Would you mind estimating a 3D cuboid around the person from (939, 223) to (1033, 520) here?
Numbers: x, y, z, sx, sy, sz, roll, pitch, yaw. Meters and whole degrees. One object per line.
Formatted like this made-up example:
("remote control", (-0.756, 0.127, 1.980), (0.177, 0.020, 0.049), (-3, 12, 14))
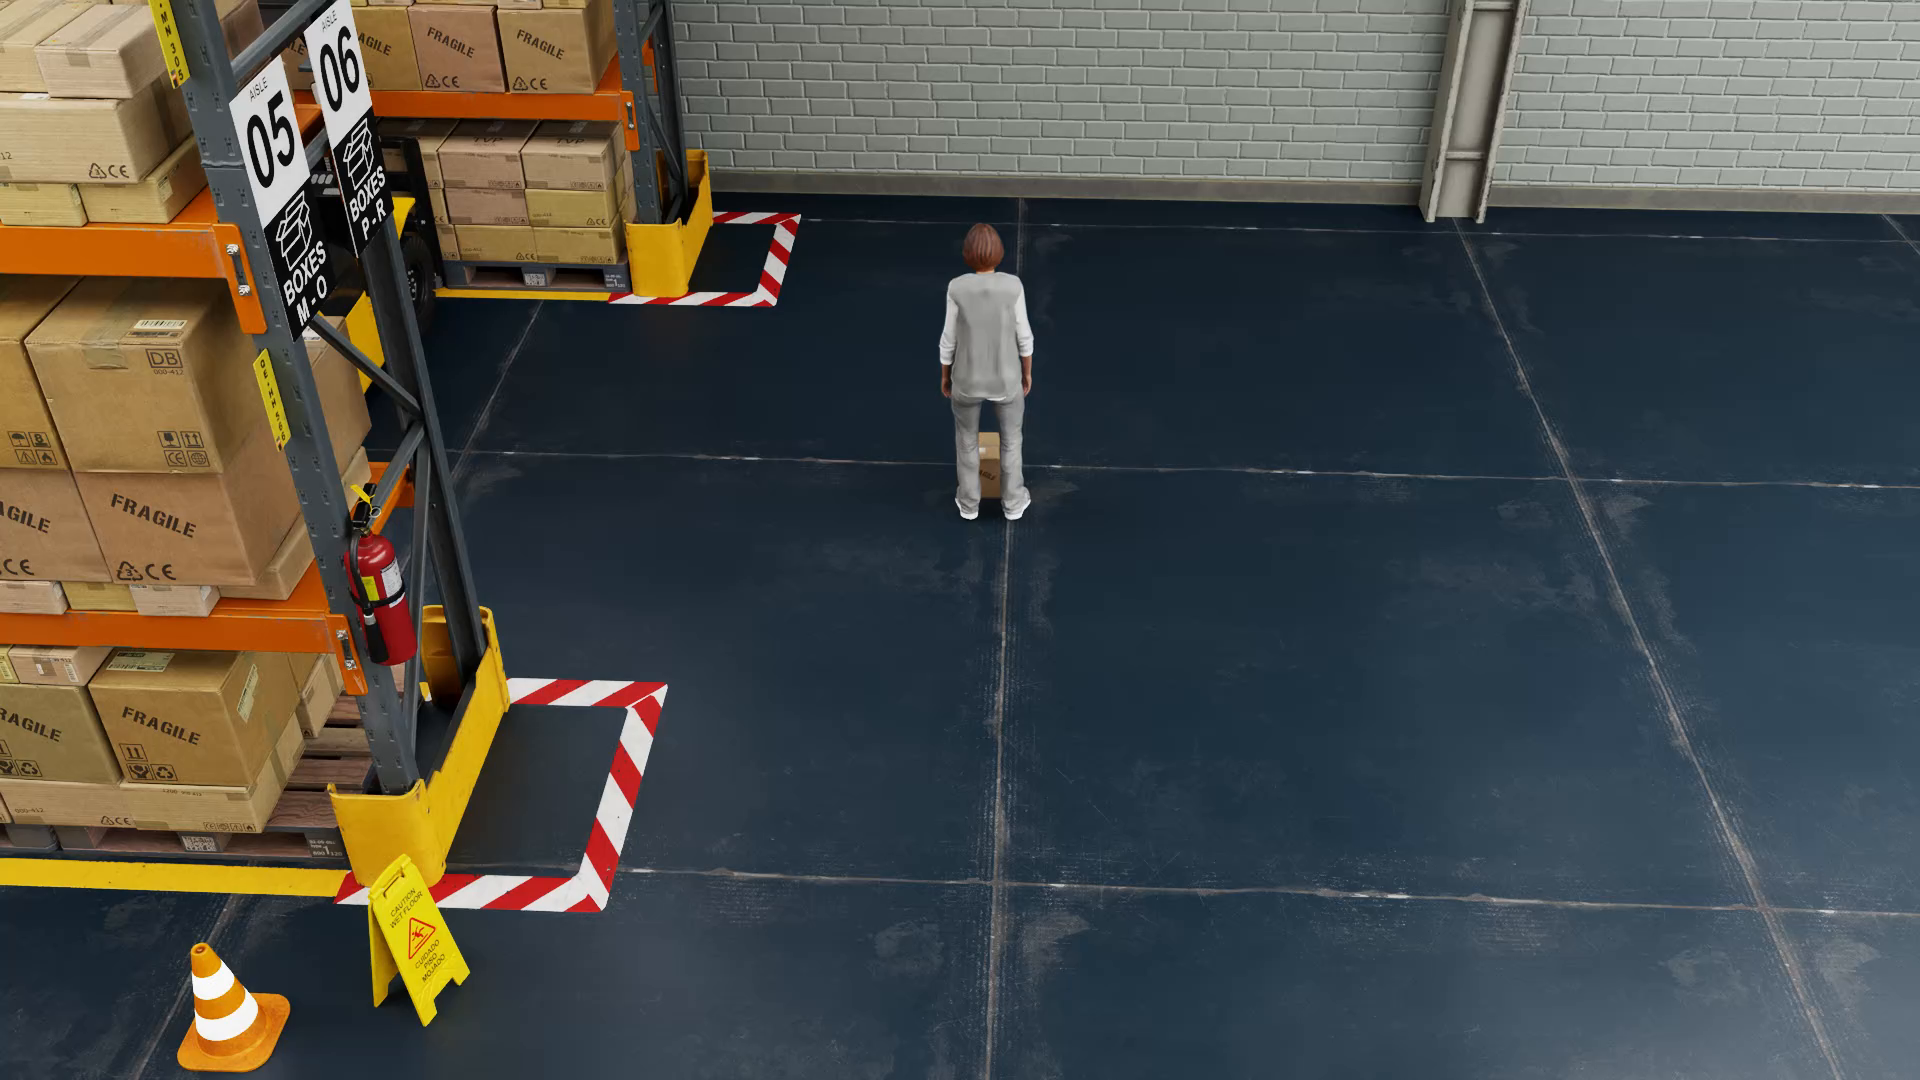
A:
("person", (0.134, -0.793, 8.207), (0.474, 1.592, 0.346), (0, 36, -1))
